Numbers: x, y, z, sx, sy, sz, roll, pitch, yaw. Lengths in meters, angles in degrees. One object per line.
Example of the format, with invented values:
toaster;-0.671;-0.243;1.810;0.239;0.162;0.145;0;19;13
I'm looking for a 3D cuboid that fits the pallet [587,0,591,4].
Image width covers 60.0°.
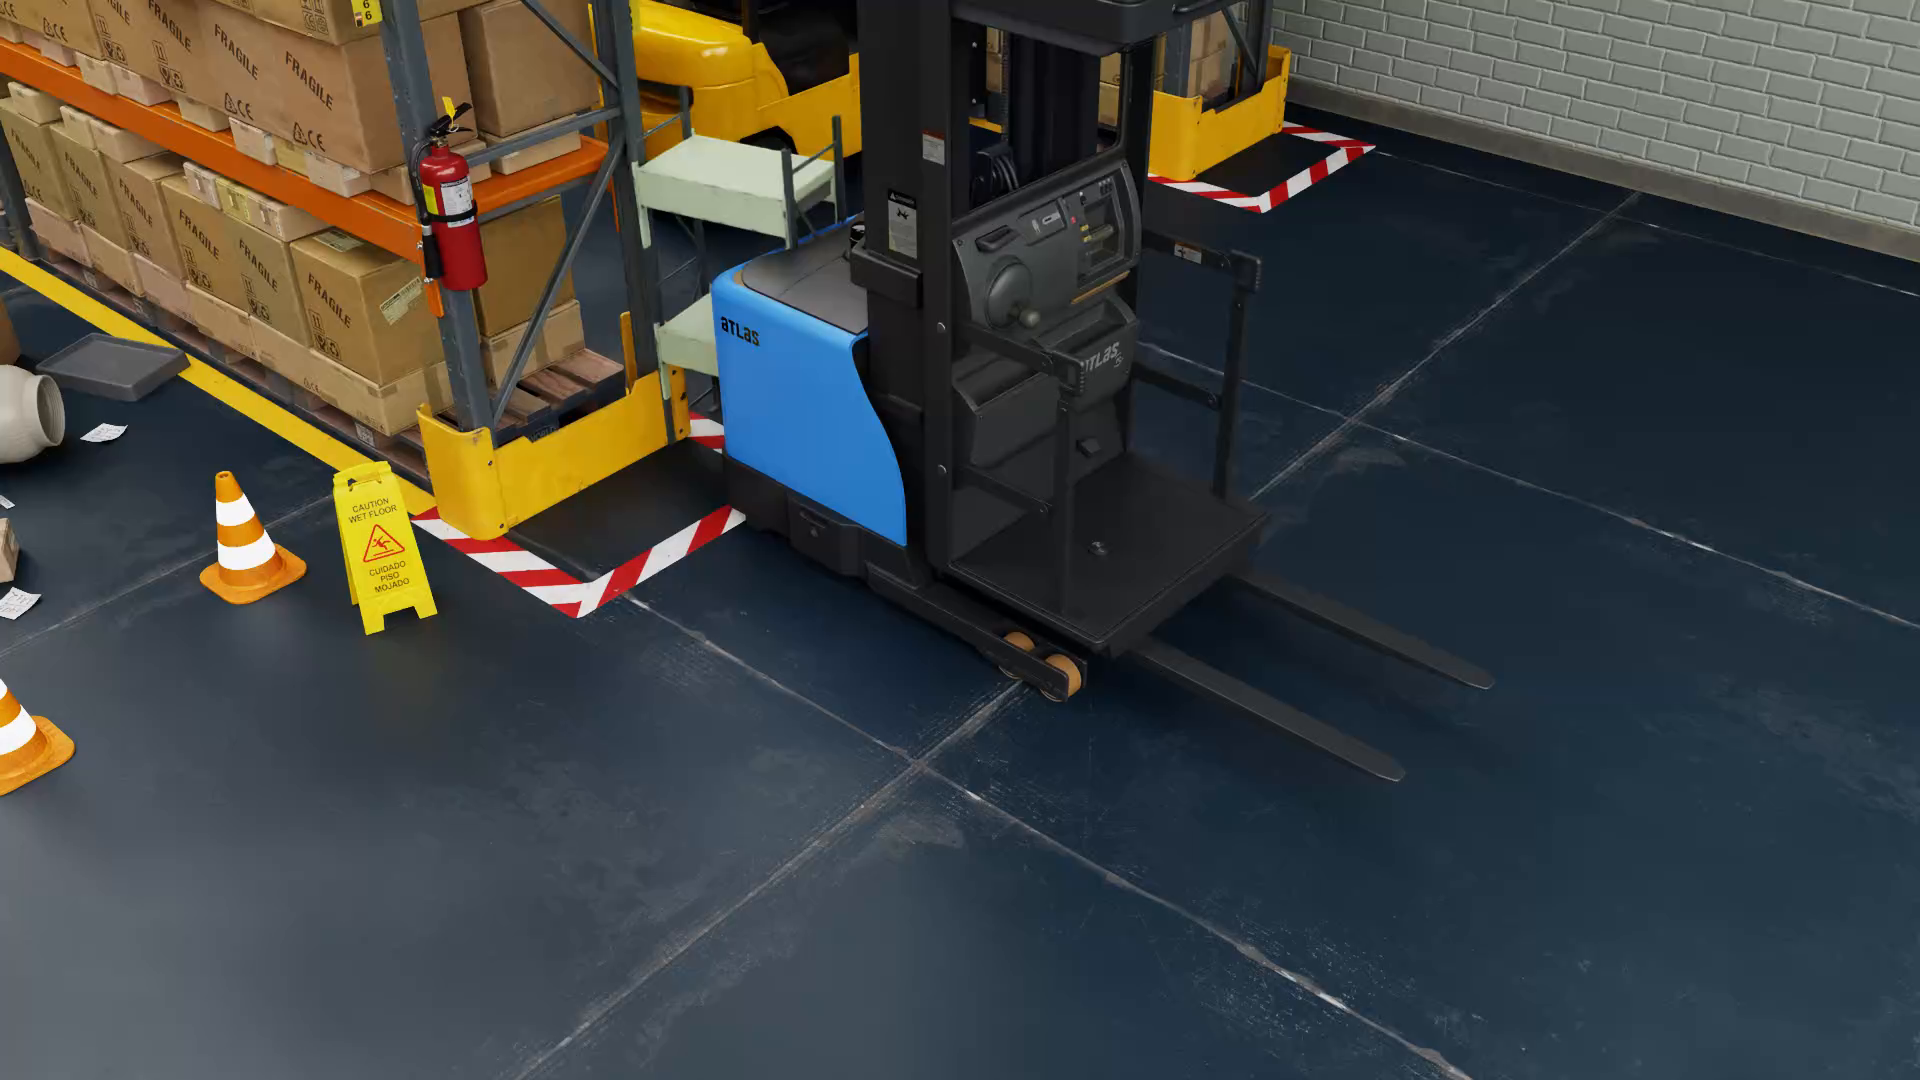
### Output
pallet;-2.119;-4.218;12.705;1.213;0.211;1.003;25;42;32

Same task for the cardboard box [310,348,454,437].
cardboard box;-2.439;-0.731;7.223;0.500;0.250;0.500;25;42;32

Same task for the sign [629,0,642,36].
sign;-1.280;-2.100;6.394;0.005;0.325;0.100;25;42;32

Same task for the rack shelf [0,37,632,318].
rack shelf;-3.164;-1.935;7.554;4.000;0.370;1.077;25;42;32

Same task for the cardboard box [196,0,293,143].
cardboard box;-2.602;-1.931;6.561;0.500;0.500;0.500;25;42;32

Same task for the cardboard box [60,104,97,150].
cardboard box;-3.967;-1.984;7.812;0.250;0.149;0.380;27;43;33

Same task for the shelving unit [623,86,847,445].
shelving unit;-0.881;-1.041;6.935;0.755;1.500;0.431;16;39;23

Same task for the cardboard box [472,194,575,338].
cardboard box;-2.089;-1.277;7.355;0.500;0.500;0.500;24;41;30

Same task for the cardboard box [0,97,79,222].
cardboard box;-4.420;-1.974;8.370;0.500;0.500;0.500;27;43;34

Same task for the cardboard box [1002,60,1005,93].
cardboard box;0.607;-2.925;10.417;0.500;0.250;0.500;25;42;32

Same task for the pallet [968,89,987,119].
pallet;-0.002;-3.220;11.252;1.213;0.211;1.003;25;42;32

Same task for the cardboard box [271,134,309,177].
cardboard box;-2.500;-1.592;6.640;0.250;0.149;0.380;24;41;31

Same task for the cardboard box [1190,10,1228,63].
cardboard box;1.318;-3.175;10.339;0.500;0.250;0.500;26;42;33

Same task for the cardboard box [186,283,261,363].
cardboard box;-3.219;-1.101;7.761;0.500;0.250;0.500;24;41;30

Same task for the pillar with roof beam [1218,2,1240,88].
pillar with roof beam;-1.167;-4.913;5.954;0.400;9.000;9.100;25;42;32

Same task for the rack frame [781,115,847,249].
rack frame;-0.557;-0.947;6.793;0.023;1.500;0.400;16;39;23

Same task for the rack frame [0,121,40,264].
rack frame;-4.701;-2.956;8.405;0.127;3.000;1.000;25;42;32

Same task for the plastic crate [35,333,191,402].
plastic crate;-4.019;-0.827;7.884;0.583;0.080;0.402;12;36;16

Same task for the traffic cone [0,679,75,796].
traffic cone;-3.232;0.550;5.540;0.334;0.463;0.336;25;42;32

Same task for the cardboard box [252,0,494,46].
cardboard box;-2.159;-2.173;6.031;0.500;0.500;0.700;24;41;31

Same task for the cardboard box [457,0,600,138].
cardboard box;-1.813;-1.963;6.608;0.500;0.500;0.500;25;41;31

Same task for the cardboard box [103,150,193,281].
cardboard box;-3.604;-1.596;7.821;0.500;0.500;0.500;28;43;34

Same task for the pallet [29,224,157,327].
pallet;-4.162;-1.579;8.863;1.213;0.211;1.003;25;42;32

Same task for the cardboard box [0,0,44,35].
cardboard box;-4.141;-2.668;7.634;0.500;0.500;0.500;25;42;32

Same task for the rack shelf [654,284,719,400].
rack shelf;-0.876;-0.775;7.123;0.720;0.370;0.431;16;39;23

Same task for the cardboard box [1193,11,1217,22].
cardboard box;1.298;-3.377;10.192;0.500;0.250;0.500;25;41;31

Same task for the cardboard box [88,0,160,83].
cardboard box;-3.362;-2.306;7.107;0.500;0.500;0.500;26;42;32

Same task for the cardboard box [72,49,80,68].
cardboard box;-3.820;-2.259;7.612;0.250;0.149;0.380;25;42;32

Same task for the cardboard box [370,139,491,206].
cardboard box;-2.051;-1.446;6.428;0.250;0.149;0.380;27;43;33

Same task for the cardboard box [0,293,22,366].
cardboard box;-4.748;-0.947;7.685;0.500;0.500;0.500;-6;35;-8

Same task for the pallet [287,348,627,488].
pallet;-2.287;-0.695;7.576;1.213;0.211;1.003;25;42;32

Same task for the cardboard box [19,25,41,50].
cardboard box;-4.213;-2.447;7.886;0.250;0.149;0.380;25;42;32

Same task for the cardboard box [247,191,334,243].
cardboard box;-2.735;-1.404;6.967;0.250;0.149;0.380;27;43;33

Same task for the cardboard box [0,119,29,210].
cardboard box;-5.106;-2.235;9.305;0.625;0.372;0.950;26;42;32

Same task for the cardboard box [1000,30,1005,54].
cardboard box;0.593;-3.141;10.290;0.500;0.250;0.500;25;42;31

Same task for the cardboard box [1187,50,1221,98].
cardboard box;1.294;-2.971;10.484;0.500;0.250;0.500;25;42;32

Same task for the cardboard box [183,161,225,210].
cardboard box;-3.127;-1.593;7.242;0.250;0.149;0.380;27;43;34

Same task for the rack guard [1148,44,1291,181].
rack guard;1.565;-2.629;10.137;0.348;0.500;1.175;25;42;32

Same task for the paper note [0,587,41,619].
paper note;-3.627;0.240;6.373;0.142;0.019;0.148;12;36;16

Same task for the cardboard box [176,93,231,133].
cardboard box;-3.079;-1.879;7.058;0.250;0.149;0.380;25;42;31

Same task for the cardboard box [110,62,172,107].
cardboard box;-3.475;-2.052;7.311;0.250;0.149;0.380;25;42;32

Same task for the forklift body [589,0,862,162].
forklift body;-1.078;-3.212;9.526;1.214;2.155;2.313;25;42;32

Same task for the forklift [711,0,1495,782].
forklift;0.470;-0.972;5.576;3.031;2.935;1.130;27;43;33

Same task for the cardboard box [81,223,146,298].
cardboard box;-4.003;-1.476;8.308;0.500;0.250;0.500;28;43;34

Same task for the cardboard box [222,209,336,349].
cardboard box;-2.813;-1.220;7.273;0.500;0.500;0.500;27;43;33
